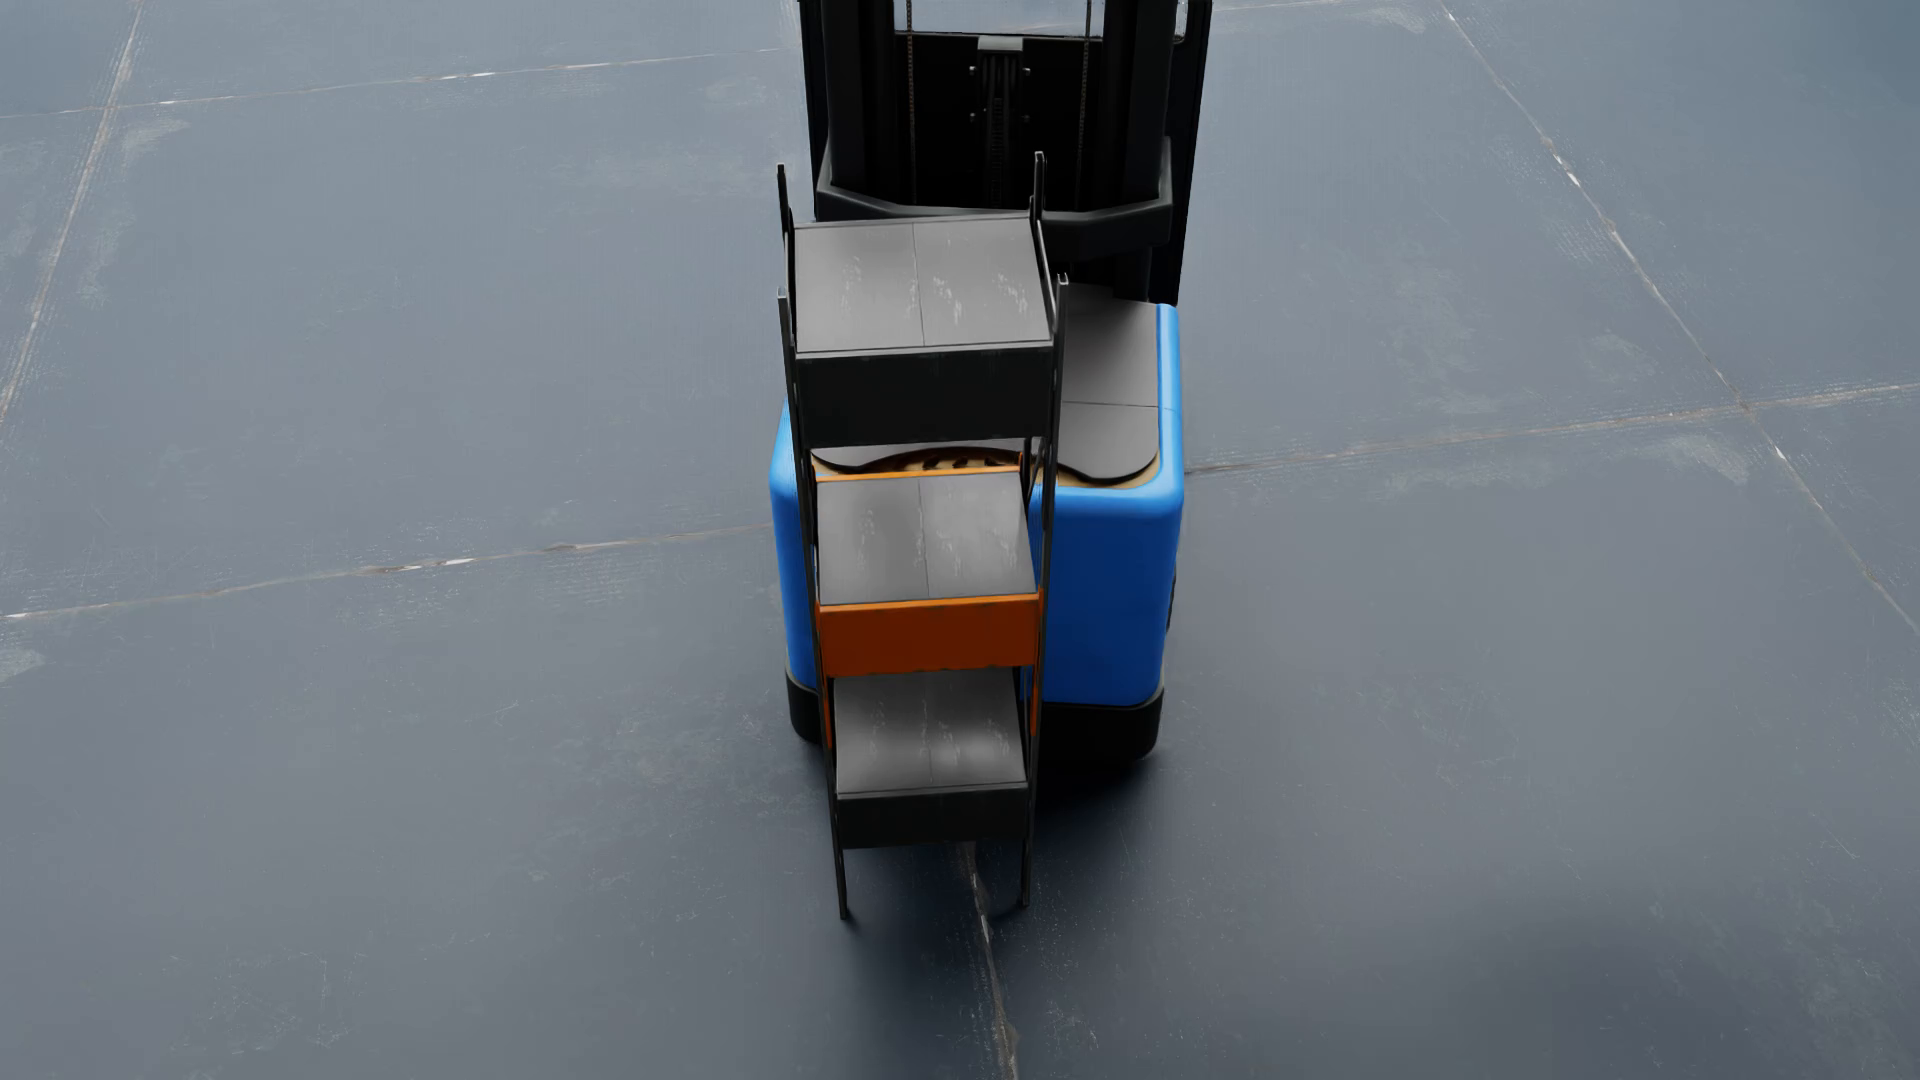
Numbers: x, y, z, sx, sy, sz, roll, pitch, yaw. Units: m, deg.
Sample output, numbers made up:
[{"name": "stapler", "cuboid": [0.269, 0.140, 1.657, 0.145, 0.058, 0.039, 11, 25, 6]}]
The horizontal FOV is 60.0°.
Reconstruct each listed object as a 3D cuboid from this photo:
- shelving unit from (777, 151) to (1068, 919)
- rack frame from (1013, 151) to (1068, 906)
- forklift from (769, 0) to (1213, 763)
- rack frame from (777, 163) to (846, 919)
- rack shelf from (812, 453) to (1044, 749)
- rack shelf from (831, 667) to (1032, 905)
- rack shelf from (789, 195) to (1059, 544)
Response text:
[{"name": "shelving unit", "cuboid": [-0.080, 0.133, 3.779, 0.503, 2.100, 0.431, -3, 48, -3]}, {"name": "rack frame", "cuboid": [0.163, 0.119, 3.793, 0.015, 2.100, 0.400, -3, 48, -3]}, {"name": "forklift", "cuboid": [0.136, -1.450, 4.736, 1.130, 2.935, 3.031, 3, 46, 3]}, {"name": "rack frame", "cuboid": [-0.324, 0.147, 3.766, 0.015, 2.100, 0.400, -3, 48, -3]}, {"name": "rack shelf", "cuboid": [-0.080, 0.142, 3.789, 0.480, 0.518, 0.431, -3, 48, -3]}, {"name": "rack shelf", "cuboid": [-0.082, 0.615, 4.305, 0.480, 0.518, 0.431, -3, 48, -3]}, {"name": "rack shelf", "cuboid": [-0.079, -0.331, 3.273, 0.480, 0.518, 0.431, -3, 48, -3]}]
